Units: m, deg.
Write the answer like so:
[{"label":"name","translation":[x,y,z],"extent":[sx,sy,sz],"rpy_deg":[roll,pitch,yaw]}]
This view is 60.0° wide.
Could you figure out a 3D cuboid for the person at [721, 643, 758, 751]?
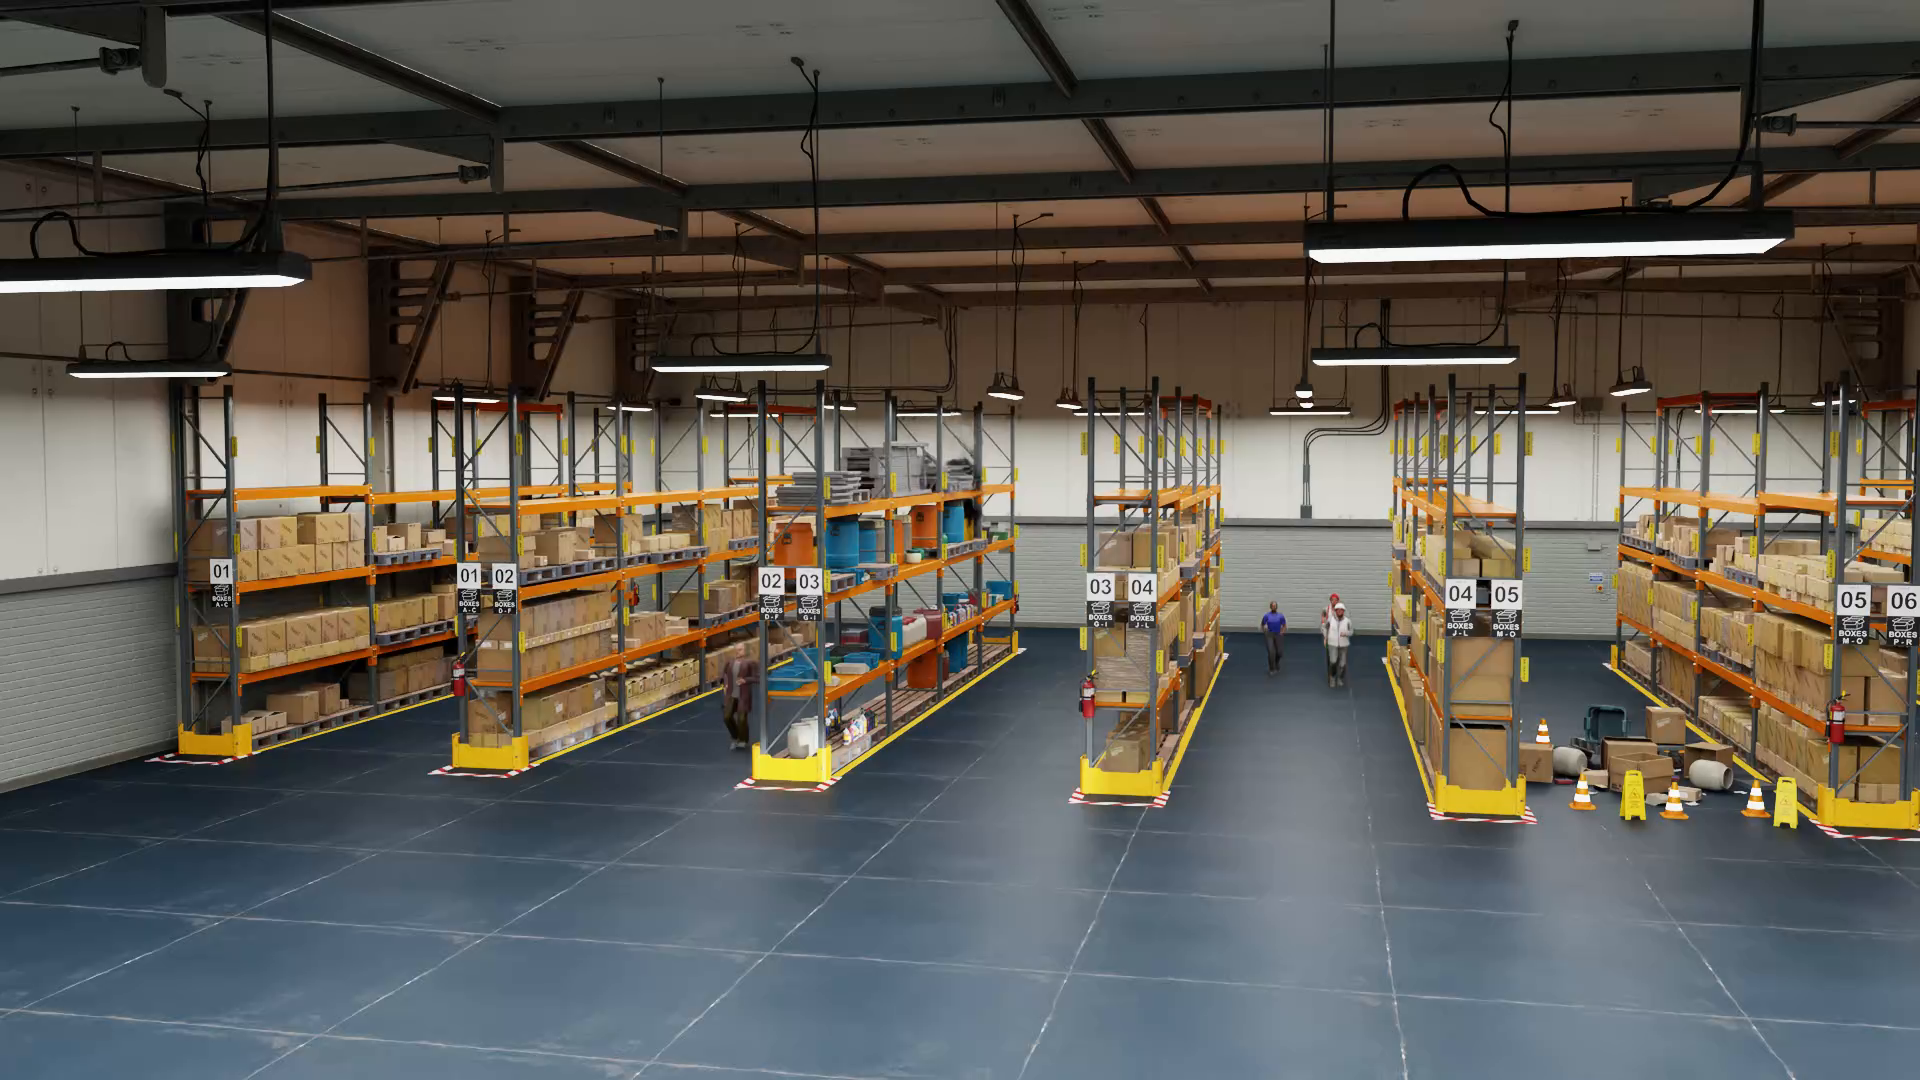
[{"label":"person","translation":[-3.667,2.595,27.360],"extent":[0.688,1.779,0.700],"rpy_deg":[1,3,13]}]

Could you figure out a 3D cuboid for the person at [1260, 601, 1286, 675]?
[{"label":"person","translation":[6.888,2.160,36.517],"extent":[0.572,1.594,0.557],"rpy_deg":[0,3,6]}]

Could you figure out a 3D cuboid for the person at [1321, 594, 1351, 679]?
[{"label":"person","translation":[8.189,2.081,36.222],"extent":[0.640,1.842,0.789],"rpy_deg":[1,3,14]}]

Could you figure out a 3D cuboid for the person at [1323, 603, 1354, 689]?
[{"label":"person","translation":[7.832,2.194,34.424],"extent":[0.630,1.777,0.703],"rpy_deg":[1,3,11]}]

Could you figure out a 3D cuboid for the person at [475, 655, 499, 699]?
[{"label":"person","translation":[-8.498,2.501,30.047],"extent":[0.624,1.622,0.702],"rpy_deg":[1,3,10]}]
